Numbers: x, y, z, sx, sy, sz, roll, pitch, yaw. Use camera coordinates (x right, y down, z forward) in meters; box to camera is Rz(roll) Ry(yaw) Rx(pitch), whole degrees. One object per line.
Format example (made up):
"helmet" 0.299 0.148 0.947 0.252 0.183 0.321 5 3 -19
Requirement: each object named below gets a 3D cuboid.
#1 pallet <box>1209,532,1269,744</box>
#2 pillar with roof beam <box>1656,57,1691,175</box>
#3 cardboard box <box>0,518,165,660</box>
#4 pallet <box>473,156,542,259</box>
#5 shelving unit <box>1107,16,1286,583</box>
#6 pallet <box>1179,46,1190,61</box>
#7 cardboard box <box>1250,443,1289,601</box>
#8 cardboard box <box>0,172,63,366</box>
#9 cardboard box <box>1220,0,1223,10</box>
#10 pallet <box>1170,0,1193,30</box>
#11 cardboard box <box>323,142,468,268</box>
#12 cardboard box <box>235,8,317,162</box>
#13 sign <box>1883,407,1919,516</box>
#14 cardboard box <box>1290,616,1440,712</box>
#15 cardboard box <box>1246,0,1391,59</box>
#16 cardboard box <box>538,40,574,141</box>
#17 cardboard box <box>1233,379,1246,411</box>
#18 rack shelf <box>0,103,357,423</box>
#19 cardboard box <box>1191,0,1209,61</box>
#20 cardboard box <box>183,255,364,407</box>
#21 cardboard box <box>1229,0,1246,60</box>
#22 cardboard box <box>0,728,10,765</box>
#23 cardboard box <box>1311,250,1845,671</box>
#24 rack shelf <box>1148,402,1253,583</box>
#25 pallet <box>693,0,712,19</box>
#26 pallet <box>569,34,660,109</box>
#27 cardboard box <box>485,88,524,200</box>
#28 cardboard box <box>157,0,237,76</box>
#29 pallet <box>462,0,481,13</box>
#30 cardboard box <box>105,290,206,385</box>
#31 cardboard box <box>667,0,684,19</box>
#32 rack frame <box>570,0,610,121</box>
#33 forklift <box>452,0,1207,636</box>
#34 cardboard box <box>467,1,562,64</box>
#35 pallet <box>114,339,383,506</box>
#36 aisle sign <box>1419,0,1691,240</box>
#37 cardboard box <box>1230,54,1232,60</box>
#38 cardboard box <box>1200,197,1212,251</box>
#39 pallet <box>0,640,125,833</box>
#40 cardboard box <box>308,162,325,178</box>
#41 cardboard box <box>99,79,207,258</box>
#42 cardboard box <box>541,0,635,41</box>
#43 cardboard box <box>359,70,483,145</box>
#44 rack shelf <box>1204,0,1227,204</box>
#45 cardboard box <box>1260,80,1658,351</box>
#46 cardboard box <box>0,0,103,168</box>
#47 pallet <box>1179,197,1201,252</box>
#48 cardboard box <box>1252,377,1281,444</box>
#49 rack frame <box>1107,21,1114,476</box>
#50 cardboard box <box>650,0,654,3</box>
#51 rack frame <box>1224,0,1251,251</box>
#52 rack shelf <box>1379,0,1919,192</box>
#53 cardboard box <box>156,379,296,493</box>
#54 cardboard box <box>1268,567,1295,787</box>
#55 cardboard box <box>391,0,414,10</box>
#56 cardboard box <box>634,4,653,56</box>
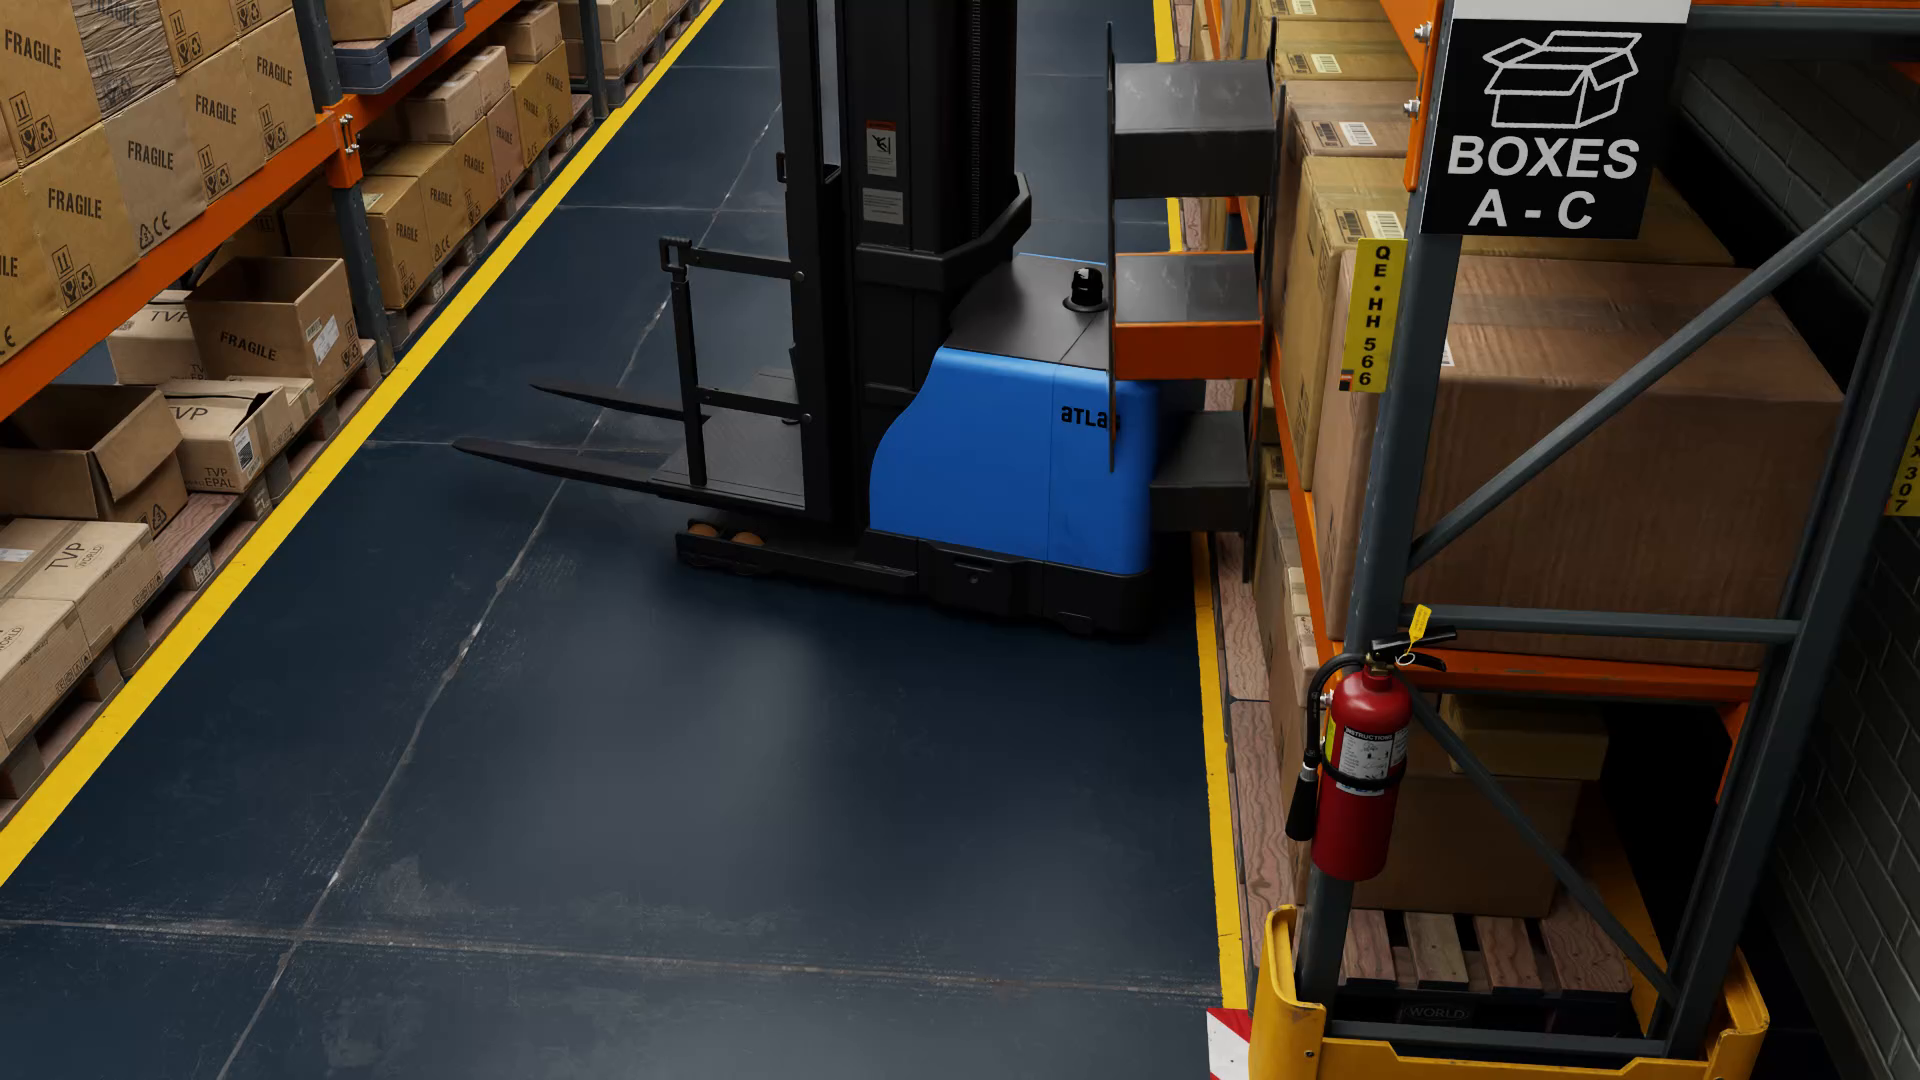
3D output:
"pallet" 1.443 0.315 6.037 1.003 0.211 1.213 2 32 4
"pillar with roof beam" -1.806 -4.240 5.054 9.100 9.000 0.400 2 32 4
"cardboard box" -3.175 0.165 5.825 0.500 0.250 0.500 2 32 4
"pallet" -3.132 -1.995 9.786 1.003 0.211 1.213 2 32 4
"shelving unit" 0.752 -0.675 5.571 0.503 2.100 0.431 0 45 5
"pallet" 2.071 -3.219 11.772 1.003 0.211 1.213 2 32 4
"cardboard box" 1.429 -0.103 6.040 0.700 0.500 0.500 3 32 5
"cardboard box" -3.204 -0.819 5.125 0.500 0.500 0.500 2 32 4
"cardboard box" 1.547 -2.865 8.142 0.500 0.500 0.500 3 32 4
"pallet" 2.269 -4.495 13.842 1.003 0.211 1.213 2 32 4
"cardboard box" -2.943 -1.760 8.711 0.500 0.500 0.500 3 32 5
"cardboard box" -3.043 -1.885 6.855 0.500 0.500 0.500 3 32 5
"sign" 1.907 -0.189 3.298 0.100 0.325 0.005 2 32 4
"cardboard box" 1.140 0.350 4.687 0.380 0.149 0.250 2 32 3
"cardboard box" 1.620 -1.750 6.445 0.980 0.700 0.700 3 32 5
"cardboard box" -2.774 -2.831 10.448 0.500 0.500 0.500 4 32 6
"cardboard box" 1.517 -0.634 6.901 0.700 0.500 0.500 3 32 5
"rack shelf" -3.420 -0.763 5.815 1.077 0.370 4.000 2 32 4
"cardboard box" 1.815 -2.882 10.216 0.750 0.750 0.750 2 32 3
"cardboard box" -3.021 -0.928 7.361 0.500 0.500 0.500 2 32 4
"cardboard box" 1.466 -2.335 7.283 0.500 0.500 0.500 2 32 3
"cardboard box" -3.186 0.660 5.101 0.380 0.166 0.250 2 32 4
"cardboard box" 1.386 -0.209 3.944 0.980 0.700 0.700 4 32 6
"rack shelf" 0.801 -0.170 6.072 0.480 0.518 0.431 0 45 5
"pallet" -2.627 -4.724 14.215 1.003 0.211 1.213 2 32 4
"pallet" -2.826 -3.449 12.145 1.003 0.211 1.213 2 32 4
"cardboard box" -2.853 -2.286 9.563 0.500 0.500 0.500 1 32 2
"cardboard box" -3.080 -2.040 6.153 0.500 0.500 0.500 2 32 3
"pallet" -3.086 -3.108 9.117 1.003 0.211 1.213 2 32 4
"cardboard box" -3.507 -0.948 7.572 0.500 0.311 0.500 2 32 4
"cardboard box" -2.478 -4.279 13.056 0.500 0.250 0.500 3 32 5
"rack frame" -2.932 -4.207 10.717 1.000 3.000 0.127 2 32 4
"forklift" -0.594 -1.357 6.159 3.031 2.935 1.130 10 33 16
"cardboard box" -2.775 -3.121 10.203 0.500 0.250 0.500 4 32 6
"pallet" -3.314 -0.569 7.472 1.003 0.211 1.213 2 32 4
"aisle sign" 1.049 -0.896 2.867 0.394 0.787 0.004 2 32 4
"cardboard box" 1.422 -2.129 7.566 0.380 0.149 0.250 3 32 5
"cardboard box" 1.673 -1.980 8.752 0.750 0.750 0.750 3 32 5
"pallet" -3.513 0.707 5.402 1.003 0.211 1.213 2 32 4
"cardboard box" -3.454 -1.767 8.721 0.500 0.500 0.500 3 32 4
"cardboard box" -3.123 -1.347 5.982 0.500 0.500 0.500 3 32 5
"cardboard box" -2.597 -3.715 11.605 0.500 0.311 0.500 3 32 6
"cardboard box" -2.894 -2.323 8.909 0.500 0.250 0.500 3 32 4
"rack shelf" 1.843 -2.645 8.869 1.077 0.370 4.000 2 32 4
"cardboard box" 1.505 -0.988 5.208 0.980 0.700 0.700 1 32 2
"cardboard box" -3.163 -1.513 5.298 0.500 0.500 0.500 2 32 4
"pallet" 1.764 -1.765 9.413 1.003 0.211 1.213 2 32 4
"cardboard box" 1.265 -0.465 6.010 0.380 0.149 0.250 2 32 3
"rack frame" 0.509 -0.674 5.594 0.015 2.100 0.400 0 45 5
"cardboard box" -2.518 -4.257 12.484 0.500 0.311 0.500 2 32 3
"rack frame" 1.680 -1.906 6.983 1.000 3.000 0.127 2 32 4
"rack shelf" 1.517 -1.831 4.688 1.077 0.370 4.000 2 32 4
"cardboard box" -3.082 -0.456 6.774 0.500 0.311 0.500 2 32 4
"cardboard box" 1.352 0.439 5.160 0.700 0.500 0.500 2 32 4
"cardboard box" -3.003 -2.937 8.161 0.700 0.500 0.500 7 32 12
"cardboard box" -2.557 -3.739 12.179 0.500 0.250 0.500 2 32 3
